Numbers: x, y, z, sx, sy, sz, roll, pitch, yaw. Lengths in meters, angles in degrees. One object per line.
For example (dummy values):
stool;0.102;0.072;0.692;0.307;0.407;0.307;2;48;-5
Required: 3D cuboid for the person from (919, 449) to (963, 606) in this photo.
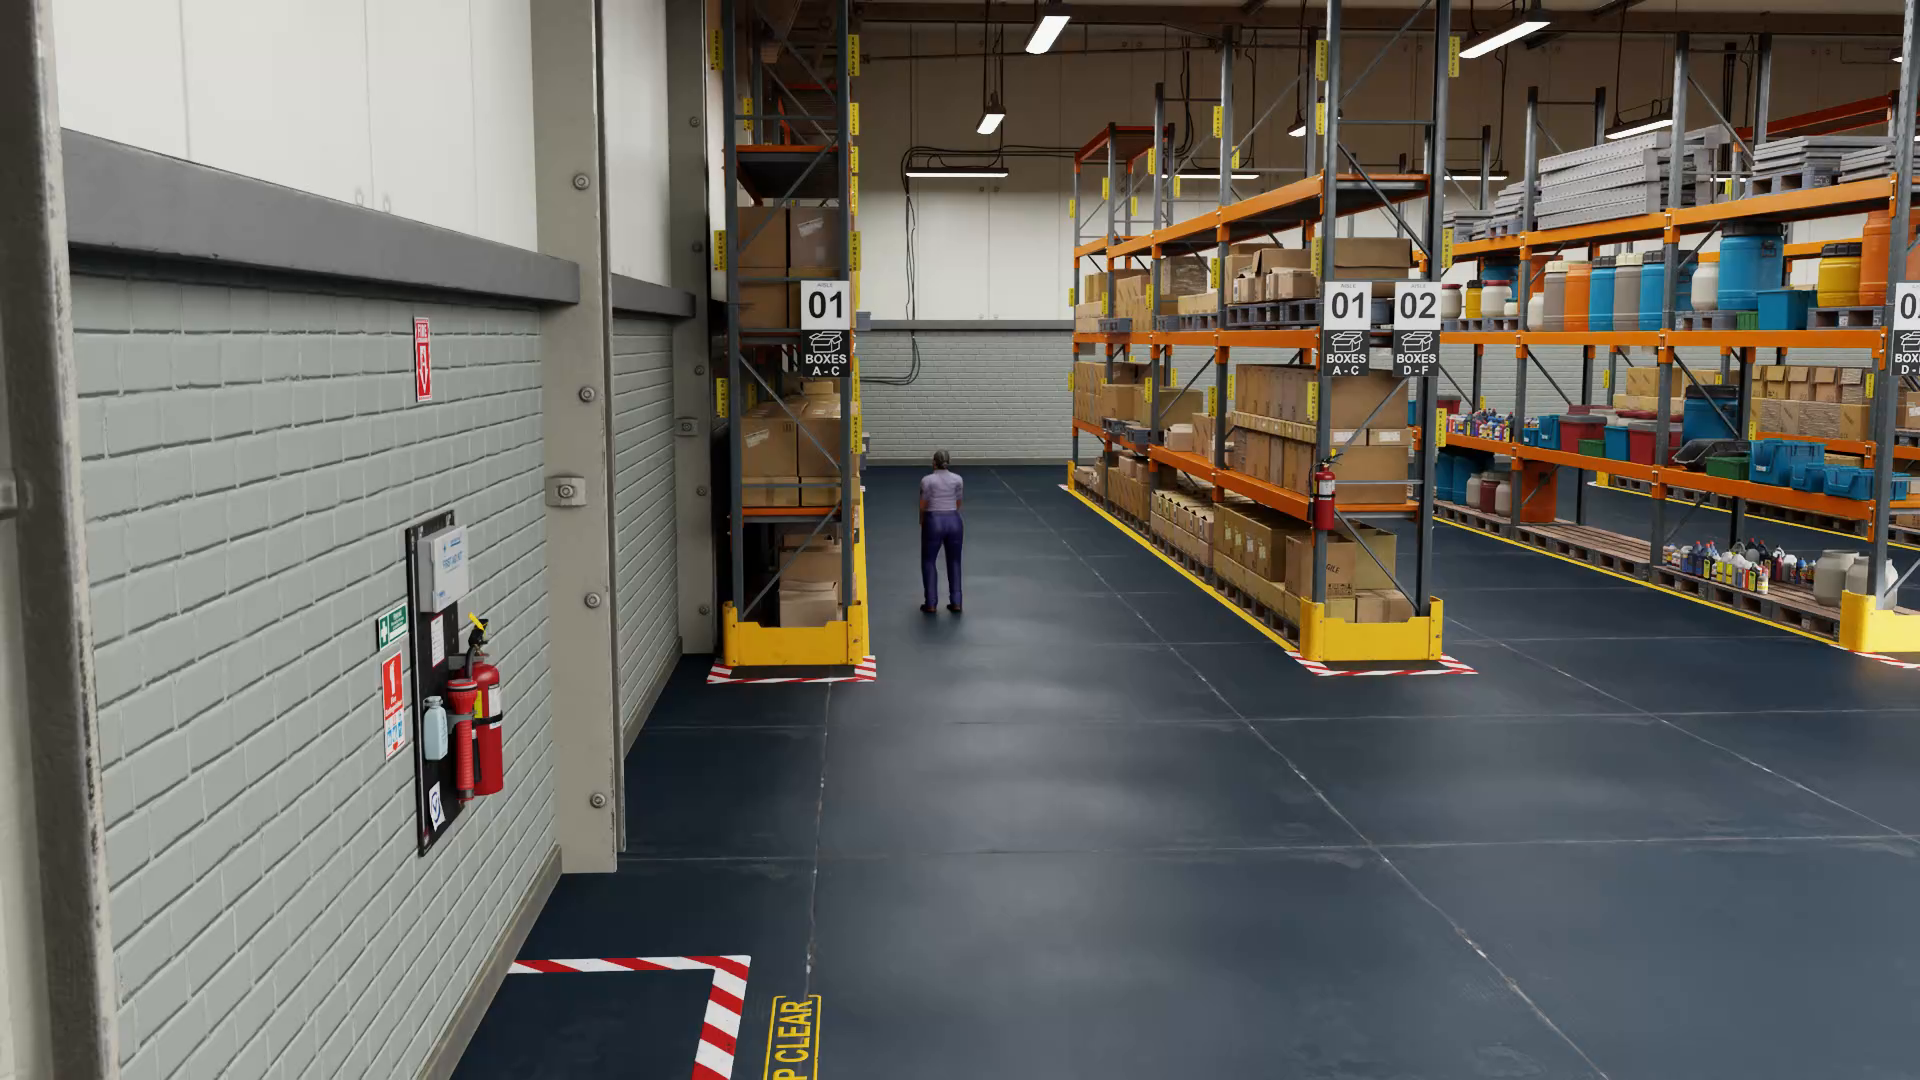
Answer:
person;-0.202;-0.143;16.743;0.441;1.569;0.514;-2;7;-17
